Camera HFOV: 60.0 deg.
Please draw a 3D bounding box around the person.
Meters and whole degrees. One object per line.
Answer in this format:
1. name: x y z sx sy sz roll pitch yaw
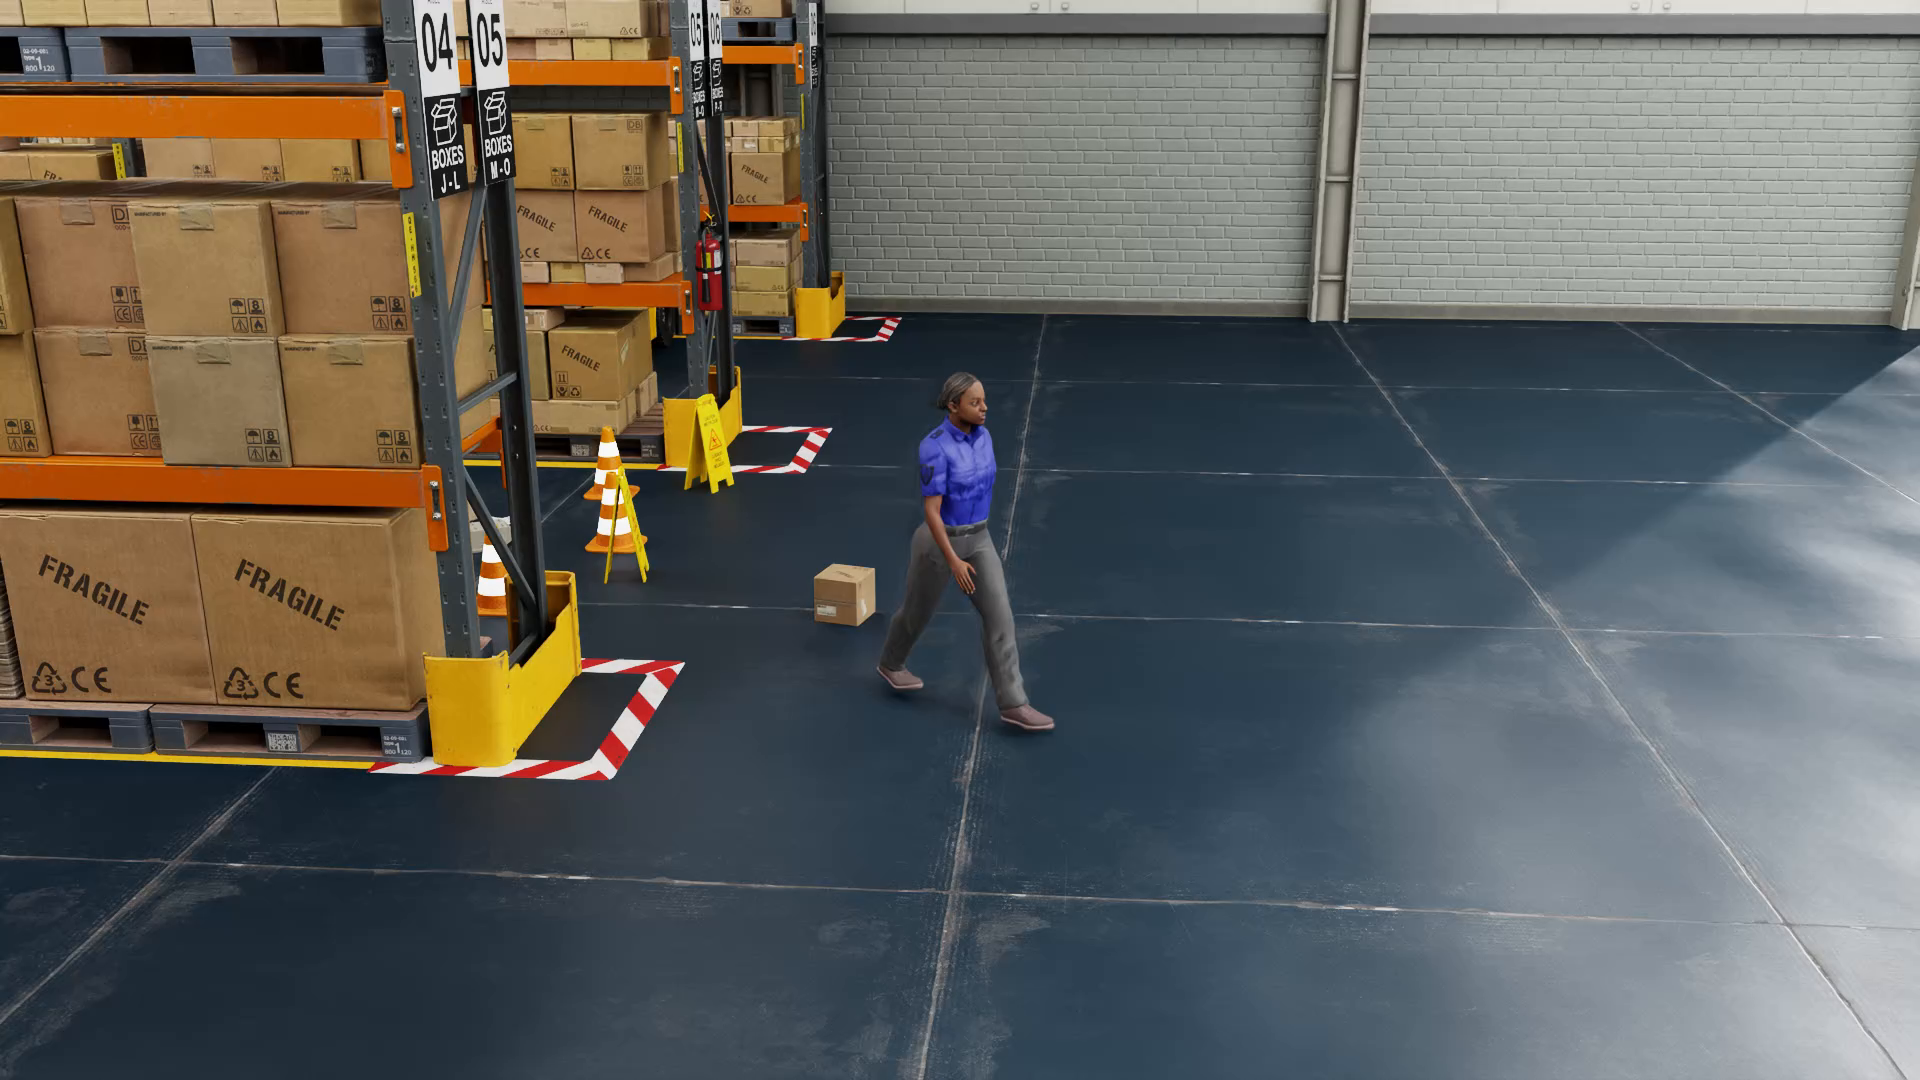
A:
1. person: -0.003 0.025 7.480 0.475 1.589 1.041 -16 23 -40
